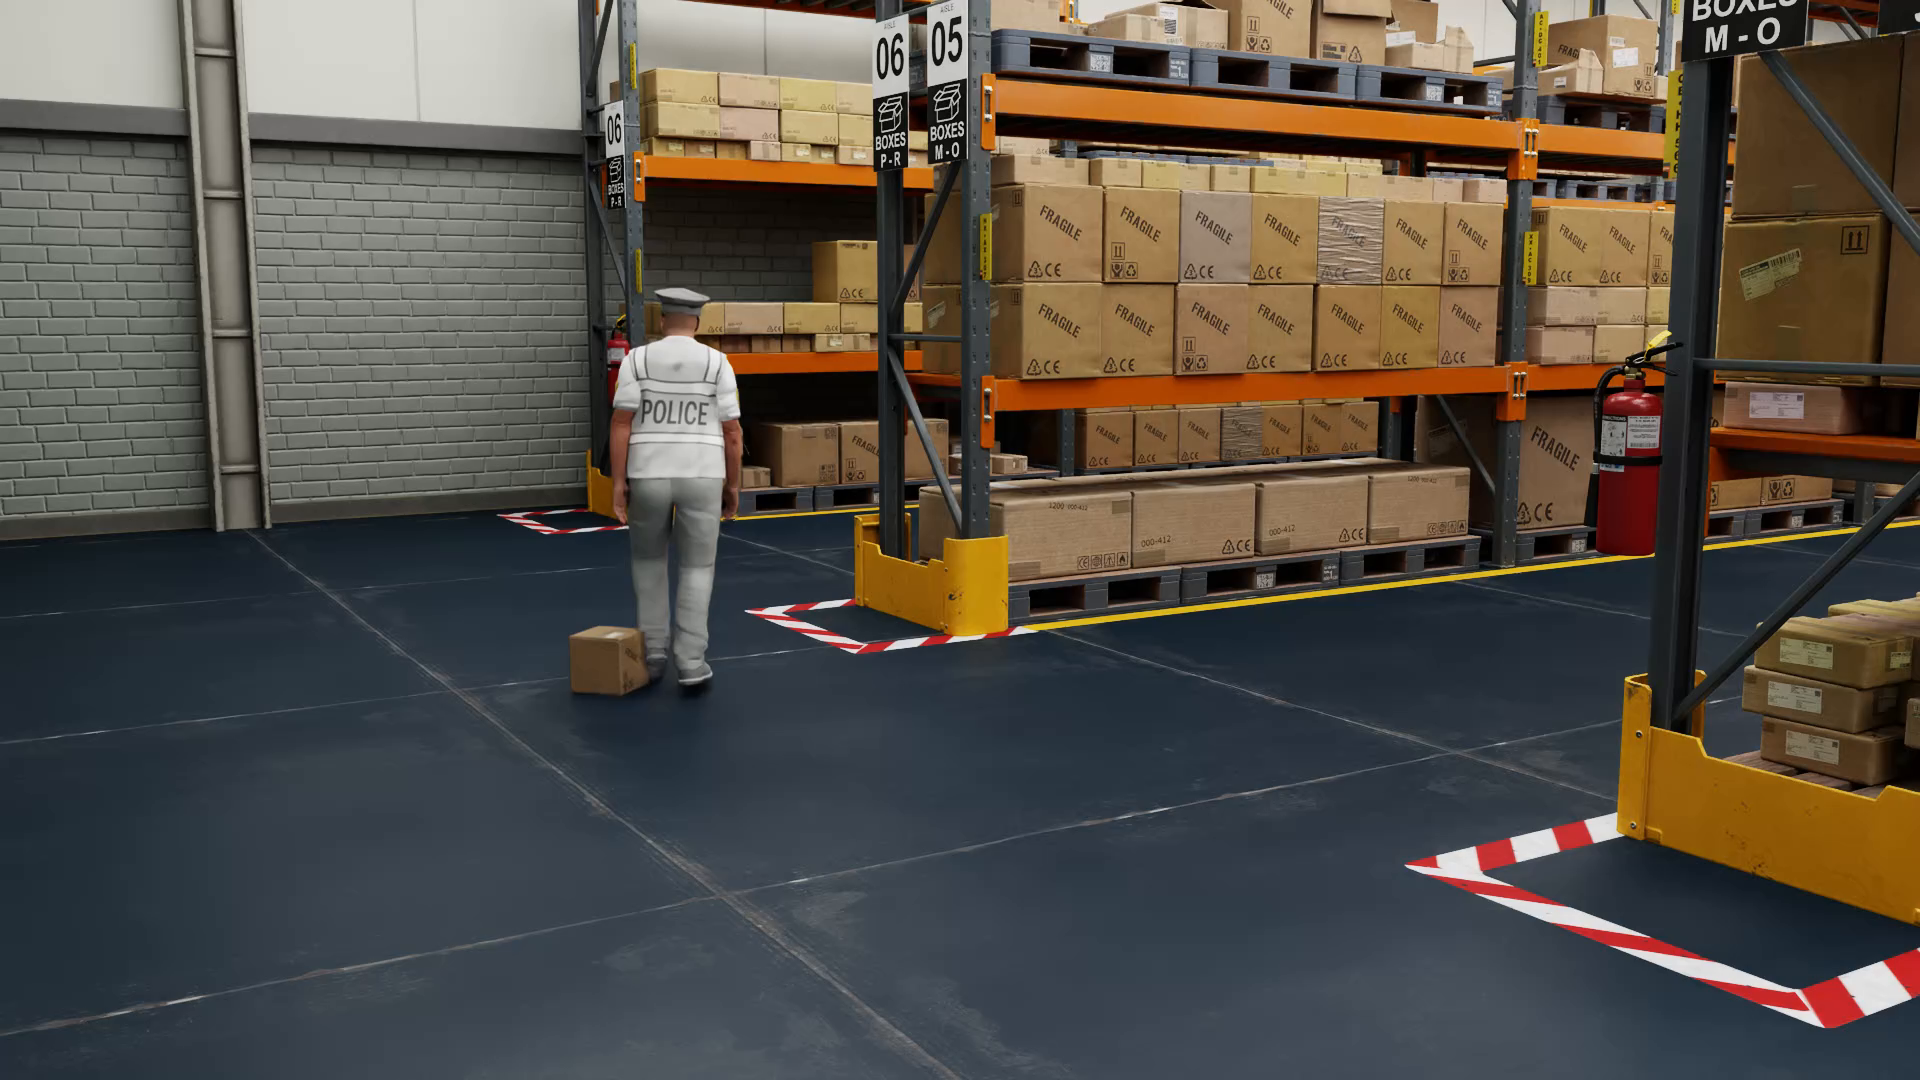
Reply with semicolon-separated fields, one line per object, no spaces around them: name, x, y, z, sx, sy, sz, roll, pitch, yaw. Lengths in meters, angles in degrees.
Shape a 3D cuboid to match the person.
person;-1.249;-0.196;7.328;0.562;1.814;0.557;0;8;-3
